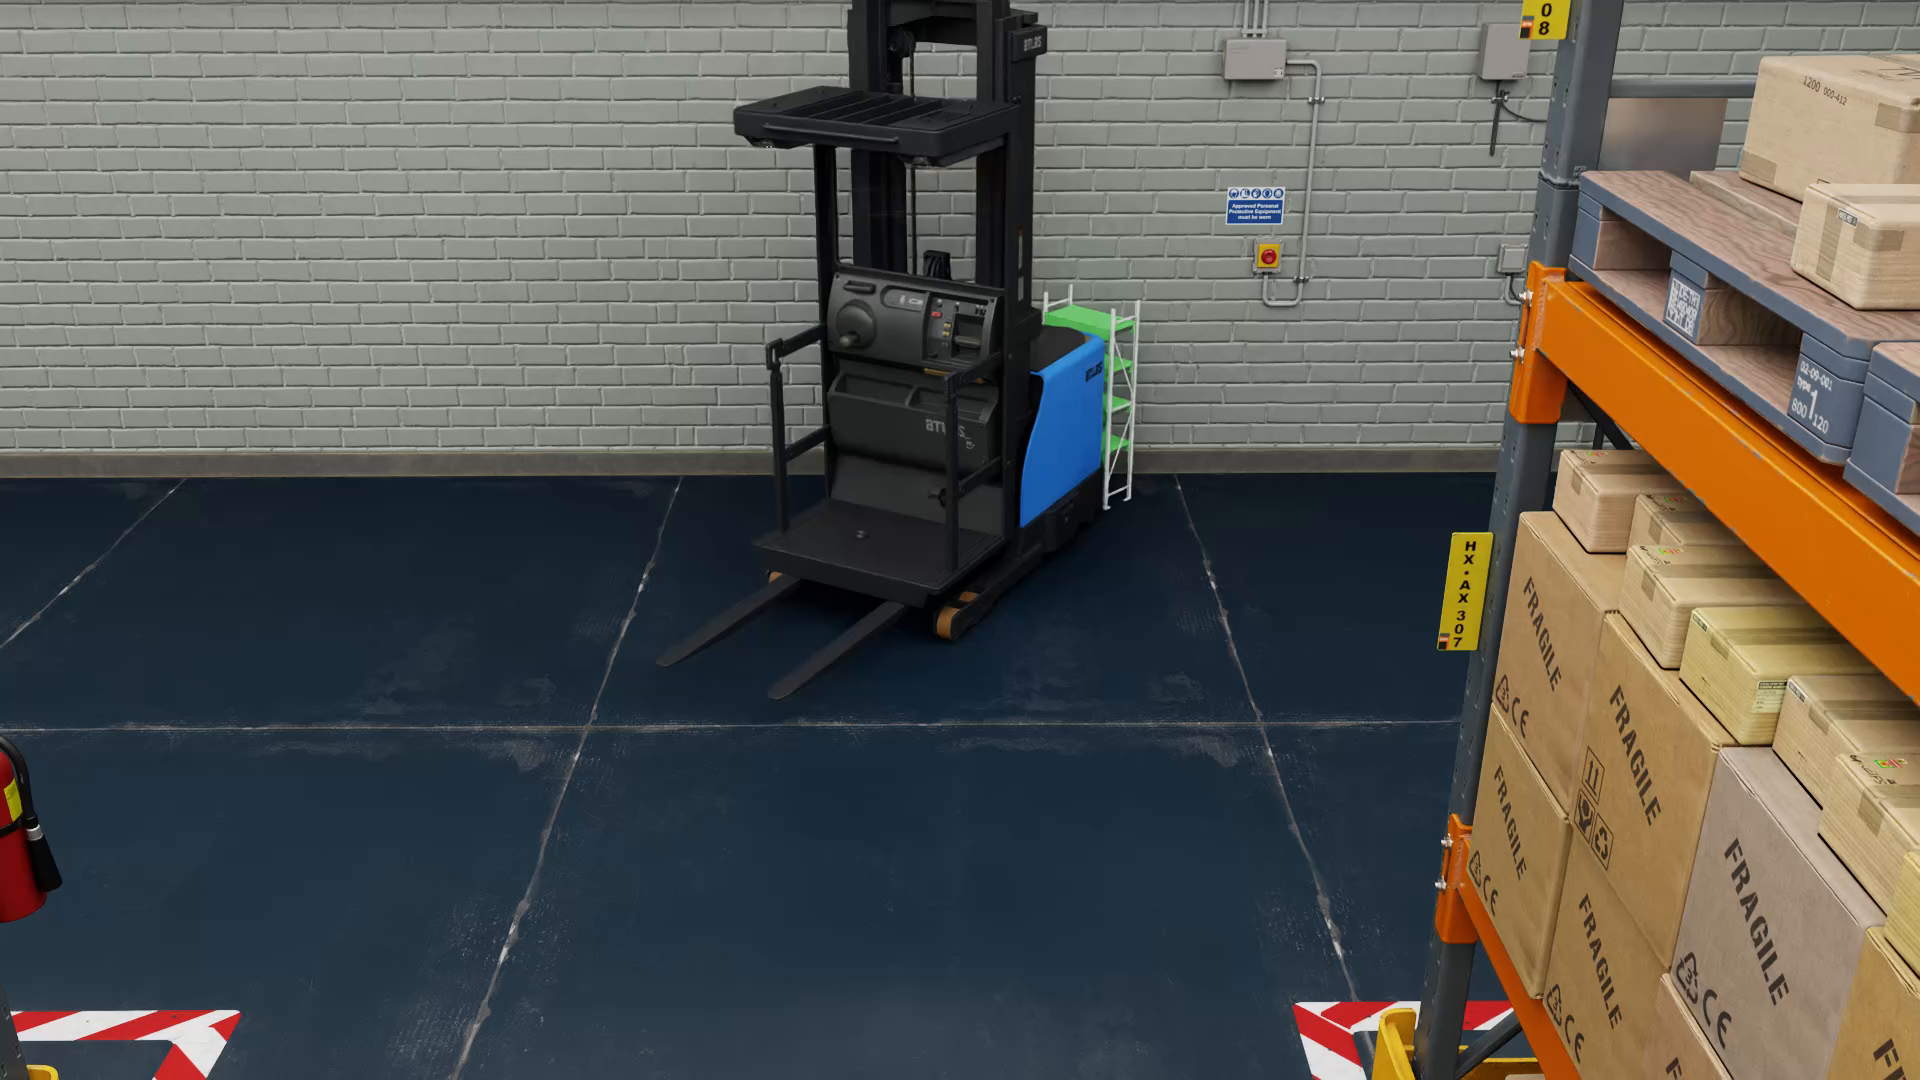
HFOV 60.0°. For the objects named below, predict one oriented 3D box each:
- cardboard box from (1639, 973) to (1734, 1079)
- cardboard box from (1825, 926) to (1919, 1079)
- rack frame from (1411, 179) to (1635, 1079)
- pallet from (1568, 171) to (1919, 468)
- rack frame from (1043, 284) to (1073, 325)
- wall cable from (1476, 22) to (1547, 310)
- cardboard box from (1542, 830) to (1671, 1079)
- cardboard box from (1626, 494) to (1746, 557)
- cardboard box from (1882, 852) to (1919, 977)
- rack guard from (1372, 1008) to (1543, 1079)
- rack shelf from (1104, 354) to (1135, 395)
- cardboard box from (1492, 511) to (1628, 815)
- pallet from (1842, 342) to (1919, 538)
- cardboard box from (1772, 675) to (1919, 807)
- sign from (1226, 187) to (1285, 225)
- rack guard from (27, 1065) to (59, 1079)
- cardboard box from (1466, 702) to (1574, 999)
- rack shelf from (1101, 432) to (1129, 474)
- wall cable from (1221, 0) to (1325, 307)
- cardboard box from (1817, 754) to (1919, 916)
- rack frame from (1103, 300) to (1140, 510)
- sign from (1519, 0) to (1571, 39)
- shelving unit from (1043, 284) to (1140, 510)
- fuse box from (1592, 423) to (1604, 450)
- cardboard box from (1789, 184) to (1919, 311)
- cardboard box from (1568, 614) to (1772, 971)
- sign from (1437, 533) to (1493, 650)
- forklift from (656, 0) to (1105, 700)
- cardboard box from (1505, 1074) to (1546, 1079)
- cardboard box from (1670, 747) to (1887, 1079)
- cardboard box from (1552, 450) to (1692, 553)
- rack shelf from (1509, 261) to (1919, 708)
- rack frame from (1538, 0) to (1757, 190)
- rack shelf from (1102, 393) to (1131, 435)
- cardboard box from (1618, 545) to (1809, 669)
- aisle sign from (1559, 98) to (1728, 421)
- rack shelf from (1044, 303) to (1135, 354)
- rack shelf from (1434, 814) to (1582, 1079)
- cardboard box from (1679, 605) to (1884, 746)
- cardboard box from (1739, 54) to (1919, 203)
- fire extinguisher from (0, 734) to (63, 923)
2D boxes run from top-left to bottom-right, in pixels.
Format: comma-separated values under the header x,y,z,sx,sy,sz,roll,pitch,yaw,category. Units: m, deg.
x,y,z,sx,sy,sz,roll,pitch,yaw,category
1.561,1.134,2.982,0.500,0.500,0.500,0,24,-1,cardboard box
1.574,0.890,2.306,0.500,0.500,0.500,0,24,0,cardboard box
1.822,0.562,4.367,1.000,3.000,0.127,0,24,-1,rack frame
1.840,-0.459,3.092,1.003,0.211,1.213,0,24,-1,pallet
0.563,-0.894,9.770,0.015,1.200,0.240,21,32,39,rack frame
3.155,-2.235,9.320,0.588,1.984,0.122,0,24,-1,wall cable
1.573,0.924,3.446,0.500,0.500,0.500,-1,24,-1,cardboard box
1.623,0.021,3.443,0.380,0.149,0.250,0,24,1,cardboard box
1.524,0.552,2.267,0.380,0.149,0.250,-1,24,-2,cardboard box
1.821,1.691,4.904,1.175,0.500,0.348,0,24,-1,rack guard
0.741,-0.986,9.546,0.480,0.148,0.258,21,32,39,rack shelf
1.542,0.260,3.701,0.500,0.500,0.500,-1,24,-2,cardboard box
1.856,0.045,1.977,1.003,0.211,1.213,0,24,-1,pallet
1.587,0.345,2.726,0.380,0.149,0.250,0,24,0,cardboard box
1.688,-1.910,9.504,0.327,0.218,0.001,0,24,-1,sign
-3.126,1.796,4.672,1.175,0.500,0.348,0,24,-1,rack guard
1.540,0.716,3.907,0.500,0.500,0.500,0,24,-1,cardboard box
0.740,-0.548,9.743,0.480,0.148,0.258,21,32,39,rack shelf
1.737,-2.239,9.289,0.585,1.953,0.123,0,24,-1,wall cable
1.548,0.448,2.499,0.380,0.149,0.250,0,24,0,cardboard box
0.918,-0.756,9.466,0.015,1.200,0.240,21,32,39,rack frame
1.267,-1.239,3.553,0.100,0.325,0.005,0,24,-1,sign
0.741,-0.825,9.618,0.503,1.200,0.258,21,32,39,shelving unit
3.839,-1.124,9.658,0.539,1.711,0.414,0,24,-1,fuse box
1.604,-0.478,2.700,0.380,0.149,0.250,1,24,1,cardboard box
1.555,0.473,3.230,0.500,0.500,0.500,-1,24,-2,cardboard box
1.267,0.132,4.173,0.100,0.325,0.005,0,24,-1,sign
-0.343,-1.055,8.026,1.130,2.935,3.031,13,27,26,forklift
1.929,1.810,4.208,0.875,0.438,0.875,-1,24,-2,cardboard box
1.568,0.685,2.761,0.500,0.500,0.500,0,24,-1,cardboard box
1.549,-0.087,3.681,0.380,0.149,0.250,0,24,1,cardboard box
1.844,0.347,2.075,1.077,0.370,4.000,0,24,-1,rack shelf
1.822,-2.171,3.131,1.000,3.000,0.127,0,24,-1,rack frame
0.741,-0.767,9.645,0.480,0.148,0.258,21,32,39,rack shelf
1.511,0.128,3.205,0.380,0.149,0.250,0,24,1,cardboard box
1.531,-0.651,3.894,0.394,0.787,0.004,0,24,-1,aisle sign
0.741,-1.205,9.447,0.480,0.148,0.258,21,32,39,rack shelf
1.844,1.714,2.693,1.077,0.370,4.000,0,24,-1,rack shelf
1.532,0.237,2.965,0.380,0.149,0.250,-1,24,-2,cardboard box
1.917,-0.788,3.264,0.500,0.250,0.500,-2,24,-5,cardboard box
-2.668,0.725,4.553,0.296,0.674,0.183,0,24,-1,fire extinguisher
